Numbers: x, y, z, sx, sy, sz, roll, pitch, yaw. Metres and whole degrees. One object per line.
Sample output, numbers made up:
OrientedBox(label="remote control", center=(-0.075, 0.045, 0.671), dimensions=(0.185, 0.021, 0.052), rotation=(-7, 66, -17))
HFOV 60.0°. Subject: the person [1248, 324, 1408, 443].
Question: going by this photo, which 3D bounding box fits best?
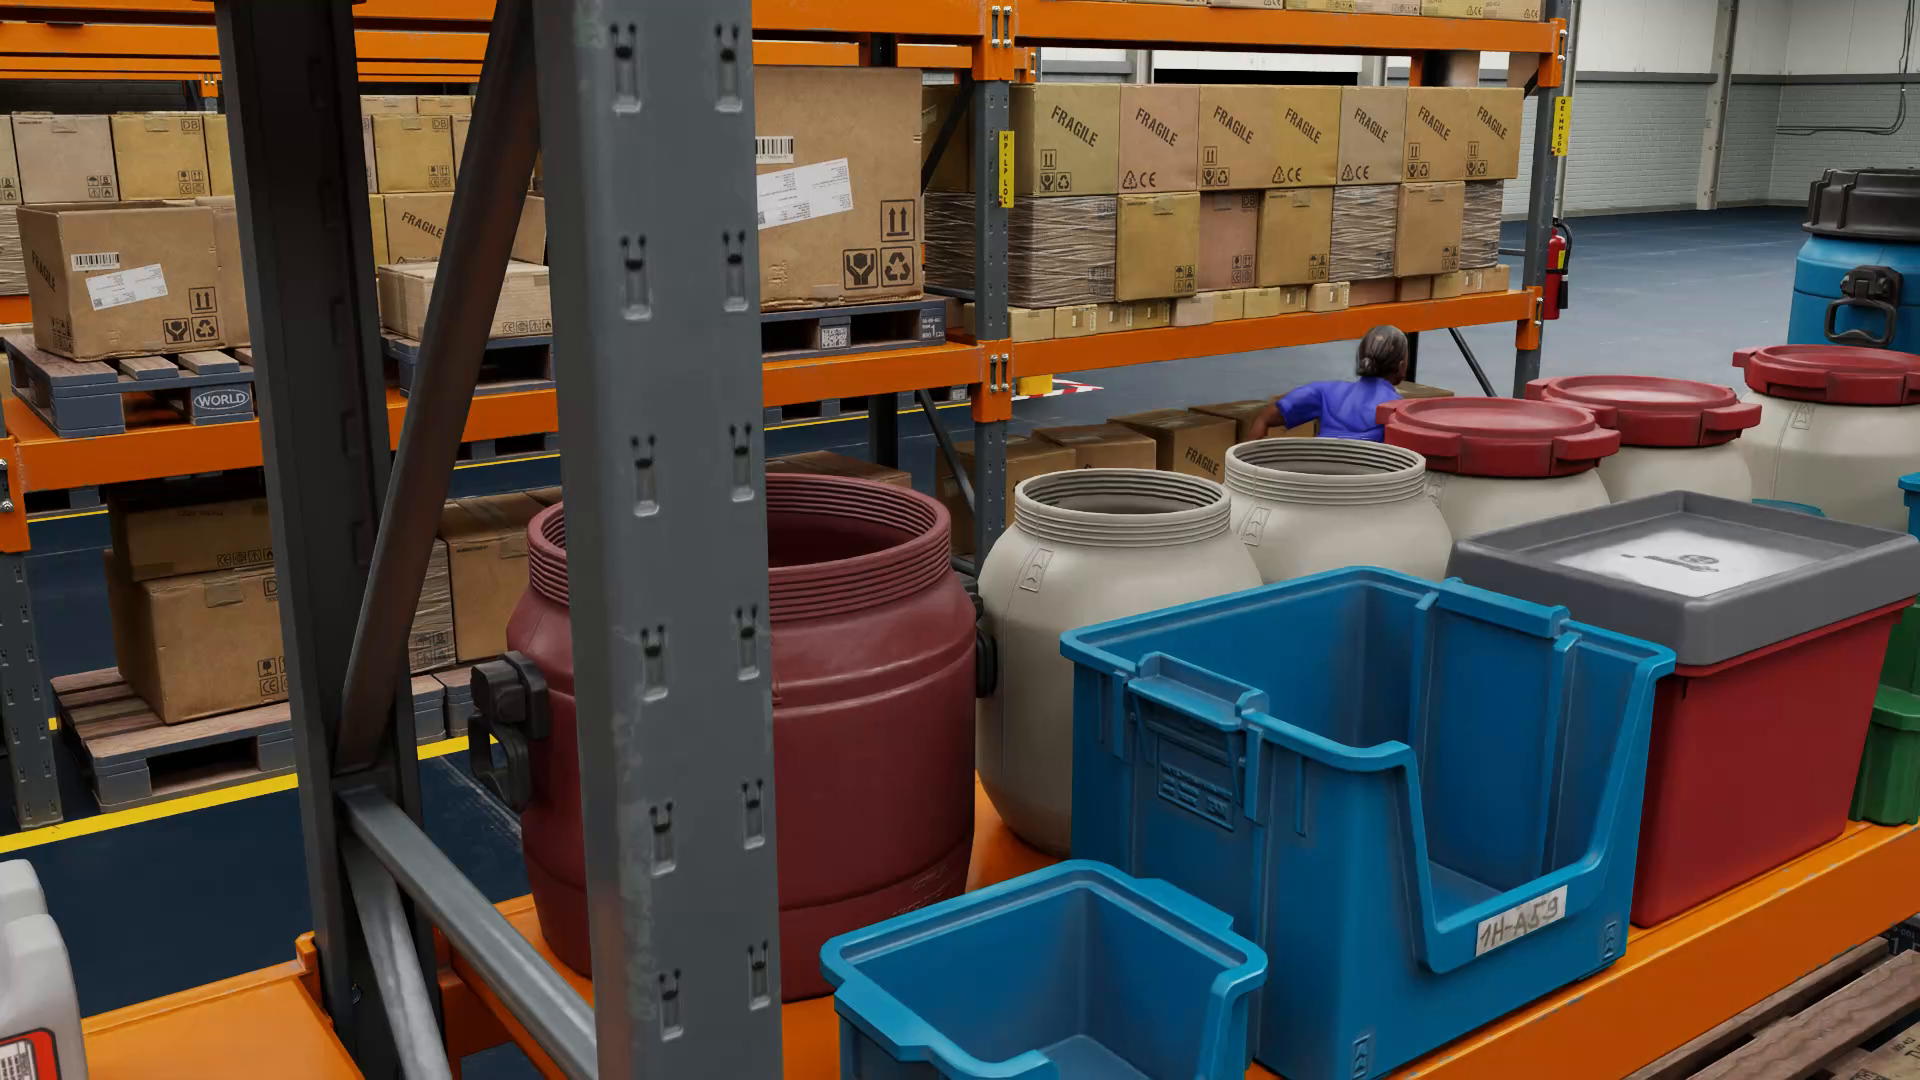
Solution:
OrientedBox(label="person", center=(1.383, 0.009, 6.125), dimensions=(0.916, 1.559, 0.571), rotation=(-9, 17, -31))
